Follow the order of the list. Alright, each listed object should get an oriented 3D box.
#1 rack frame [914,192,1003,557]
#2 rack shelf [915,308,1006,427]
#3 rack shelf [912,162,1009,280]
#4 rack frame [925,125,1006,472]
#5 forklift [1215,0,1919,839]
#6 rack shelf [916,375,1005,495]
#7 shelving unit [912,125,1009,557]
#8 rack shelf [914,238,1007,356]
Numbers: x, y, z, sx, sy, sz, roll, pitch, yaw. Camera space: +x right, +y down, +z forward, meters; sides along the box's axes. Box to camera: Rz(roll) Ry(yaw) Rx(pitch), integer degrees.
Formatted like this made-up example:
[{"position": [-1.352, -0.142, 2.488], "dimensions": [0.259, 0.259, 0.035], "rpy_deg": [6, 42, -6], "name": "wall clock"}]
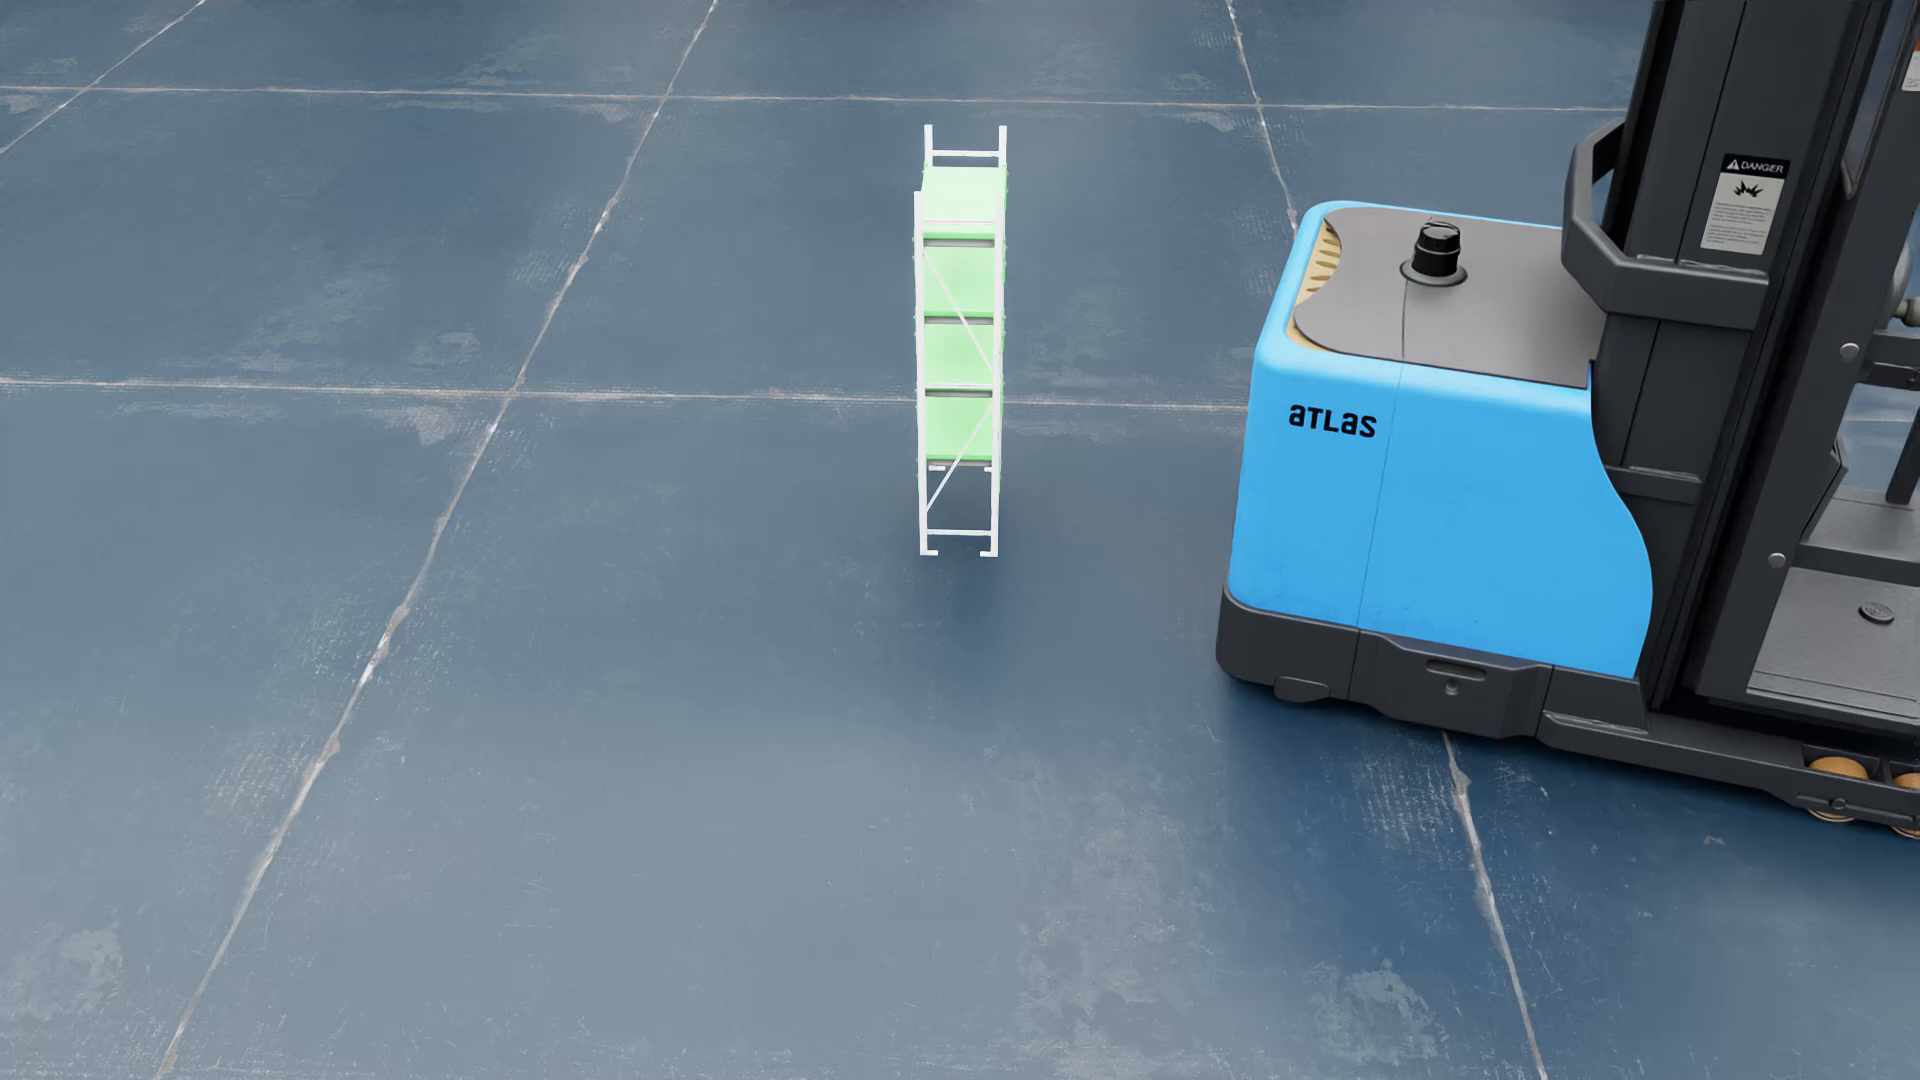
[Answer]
[{"position": [-0.003, -0.446, 4.841], "dimensions": [0.240, 1.200, 0.015], "rpy_deg": [1, 35, 2], "name": "rack frame"}, {"position": [0.007, -0.534, 5.077], "dimensions": [0.258, 0.148, 0.480], "rpy_deg": [1, 35, 2], "name": "rack shelf"}, {"position": [0.007, -0.926, 4.801], "dimensions": [0.258, 0.148, 0.480], "rpy_deg": [1, 35, 2], "name": "rack shelf"}, {"position": [0.016, -0.726, 5.240], "dimensions": [0.240, 1.200, 0.015], "rpy_deg": [1, 35, 2], "name": "rack frame"}, {"position": [2.290, -0.792, 3.828], "dimensions": [3.031, 2.935, 1.130], "rpy_deg": [10, 36, 14], "name": "forklift"}, {"position": [0.007, -0.337, 5.215], "dimensions": [0.258, 0.148, 0.480], "rpy_deg": [1, 35, 2], "name": "rack shelf"}, {"position": [0.007, -0.586, 5.040], "dimensions": [0.258, 1.200, 0.503], "rpy_deg": [1, 35, 2], "name": "shelving unit"}, {"position": [0.007, -0.730, 4.939], "dimensions": [0.258, 0.148, 0.480], "rpy_deg": [1, 35, 2], "name": "rack shelf"}]
